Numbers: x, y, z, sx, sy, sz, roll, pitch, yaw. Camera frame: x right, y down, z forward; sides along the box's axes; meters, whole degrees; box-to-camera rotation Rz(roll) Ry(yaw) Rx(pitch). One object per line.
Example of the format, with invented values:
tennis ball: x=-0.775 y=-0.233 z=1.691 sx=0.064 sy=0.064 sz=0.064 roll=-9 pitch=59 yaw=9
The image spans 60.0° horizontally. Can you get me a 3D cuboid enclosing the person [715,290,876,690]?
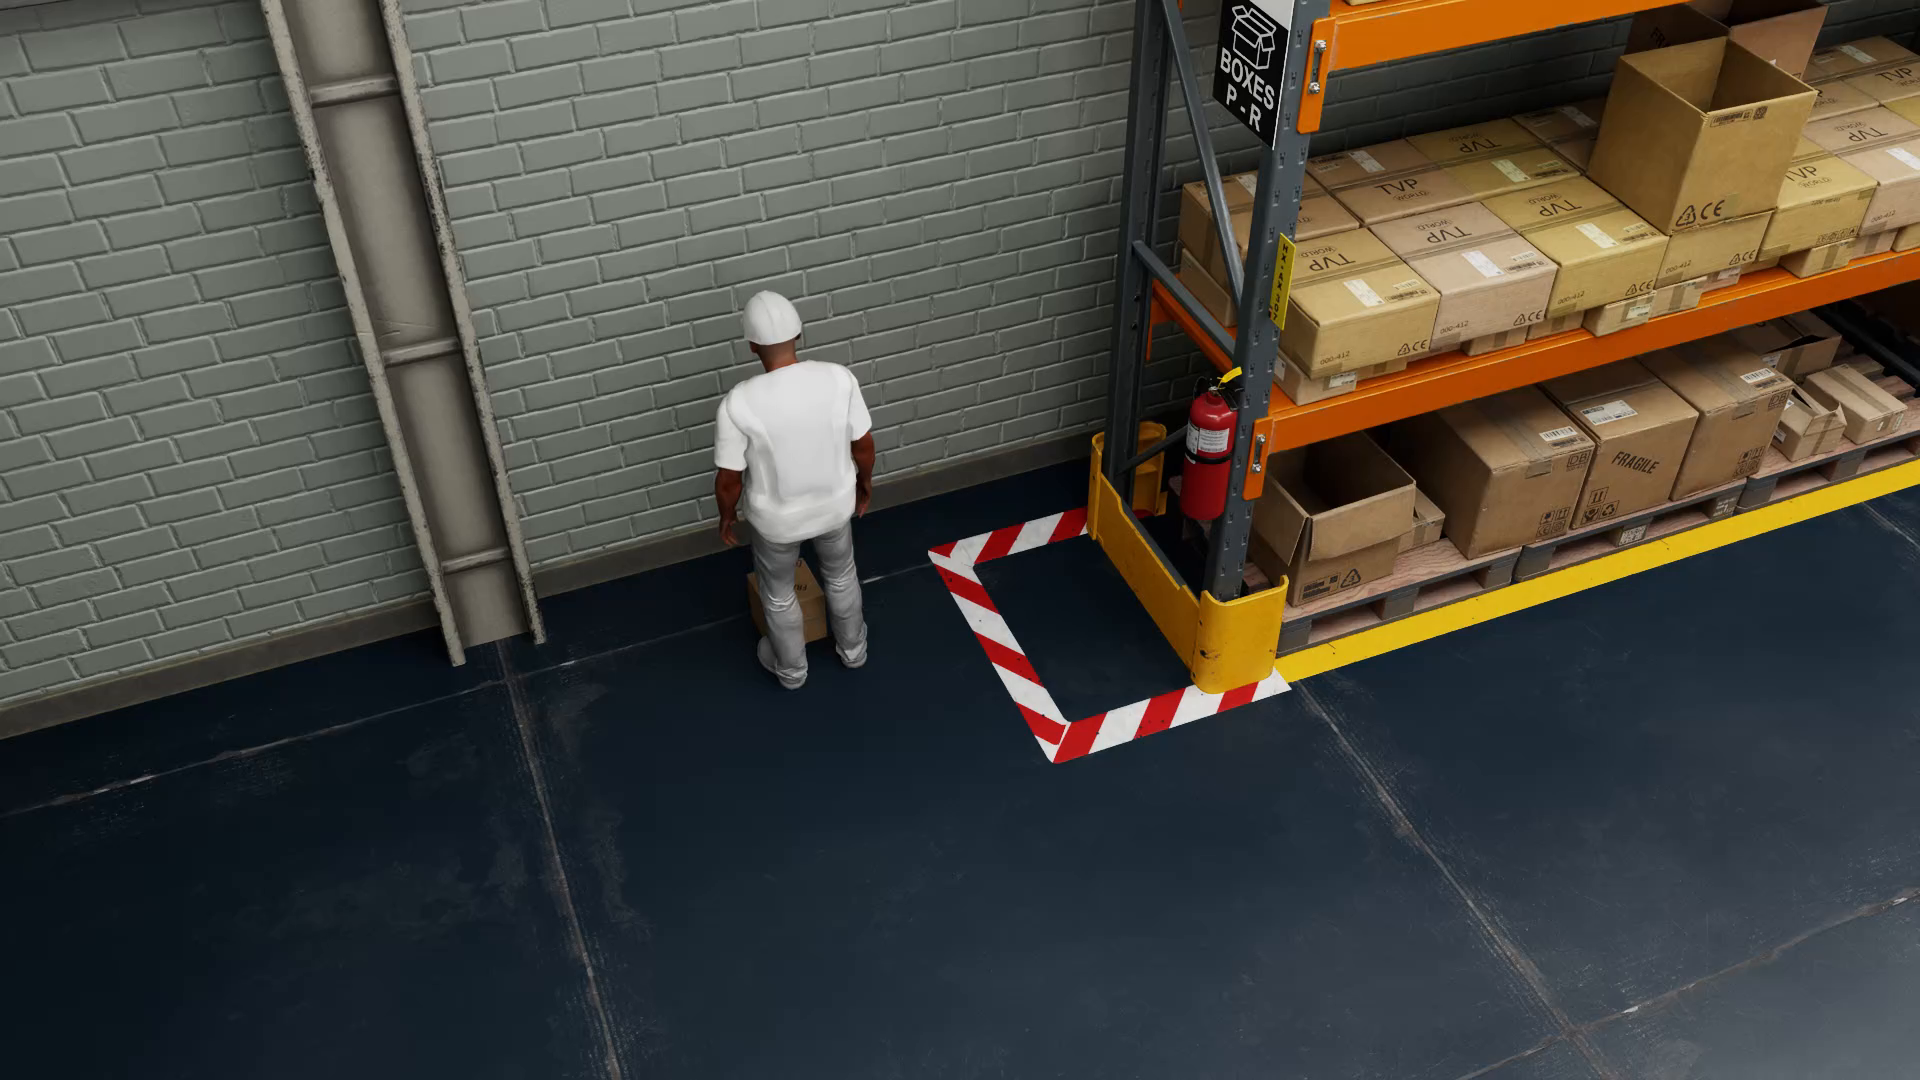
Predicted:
person: x=-0.622 y=-0.157 z=6.322 sx=0.626 sy=1.761 sz=0.458 roll=-15 pitch=44 yaw=-17
